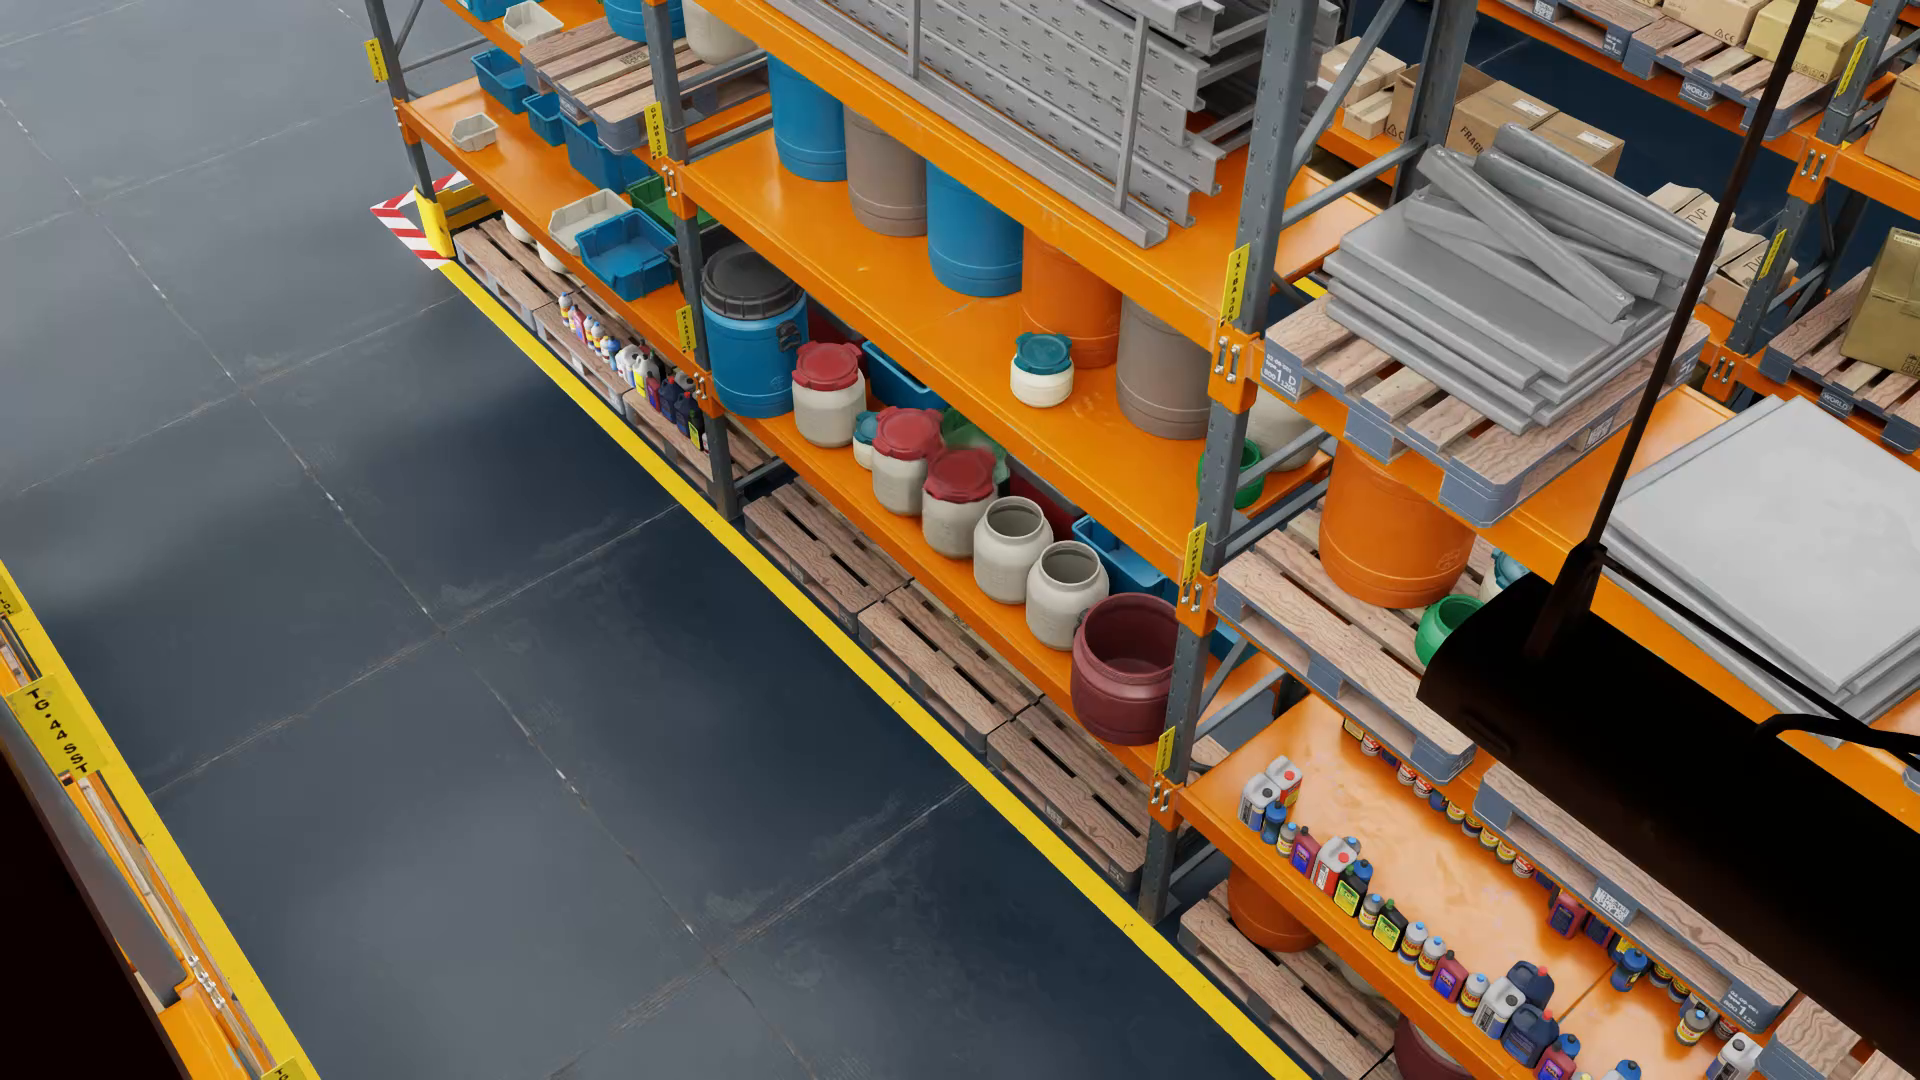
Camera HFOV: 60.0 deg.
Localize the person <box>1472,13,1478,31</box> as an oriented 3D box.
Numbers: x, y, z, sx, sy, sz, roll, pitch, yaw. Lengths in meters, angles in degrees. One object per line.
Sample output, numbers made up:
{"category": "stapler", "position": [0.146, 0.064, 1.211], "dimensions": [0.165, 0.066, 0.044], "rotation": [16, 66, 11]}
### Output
{"category": "person", "position": [4.421, -5.551, 15.030], "dimensions": [0.989, 1.712, 0.578], "rotation": [28, 53, 24]}
